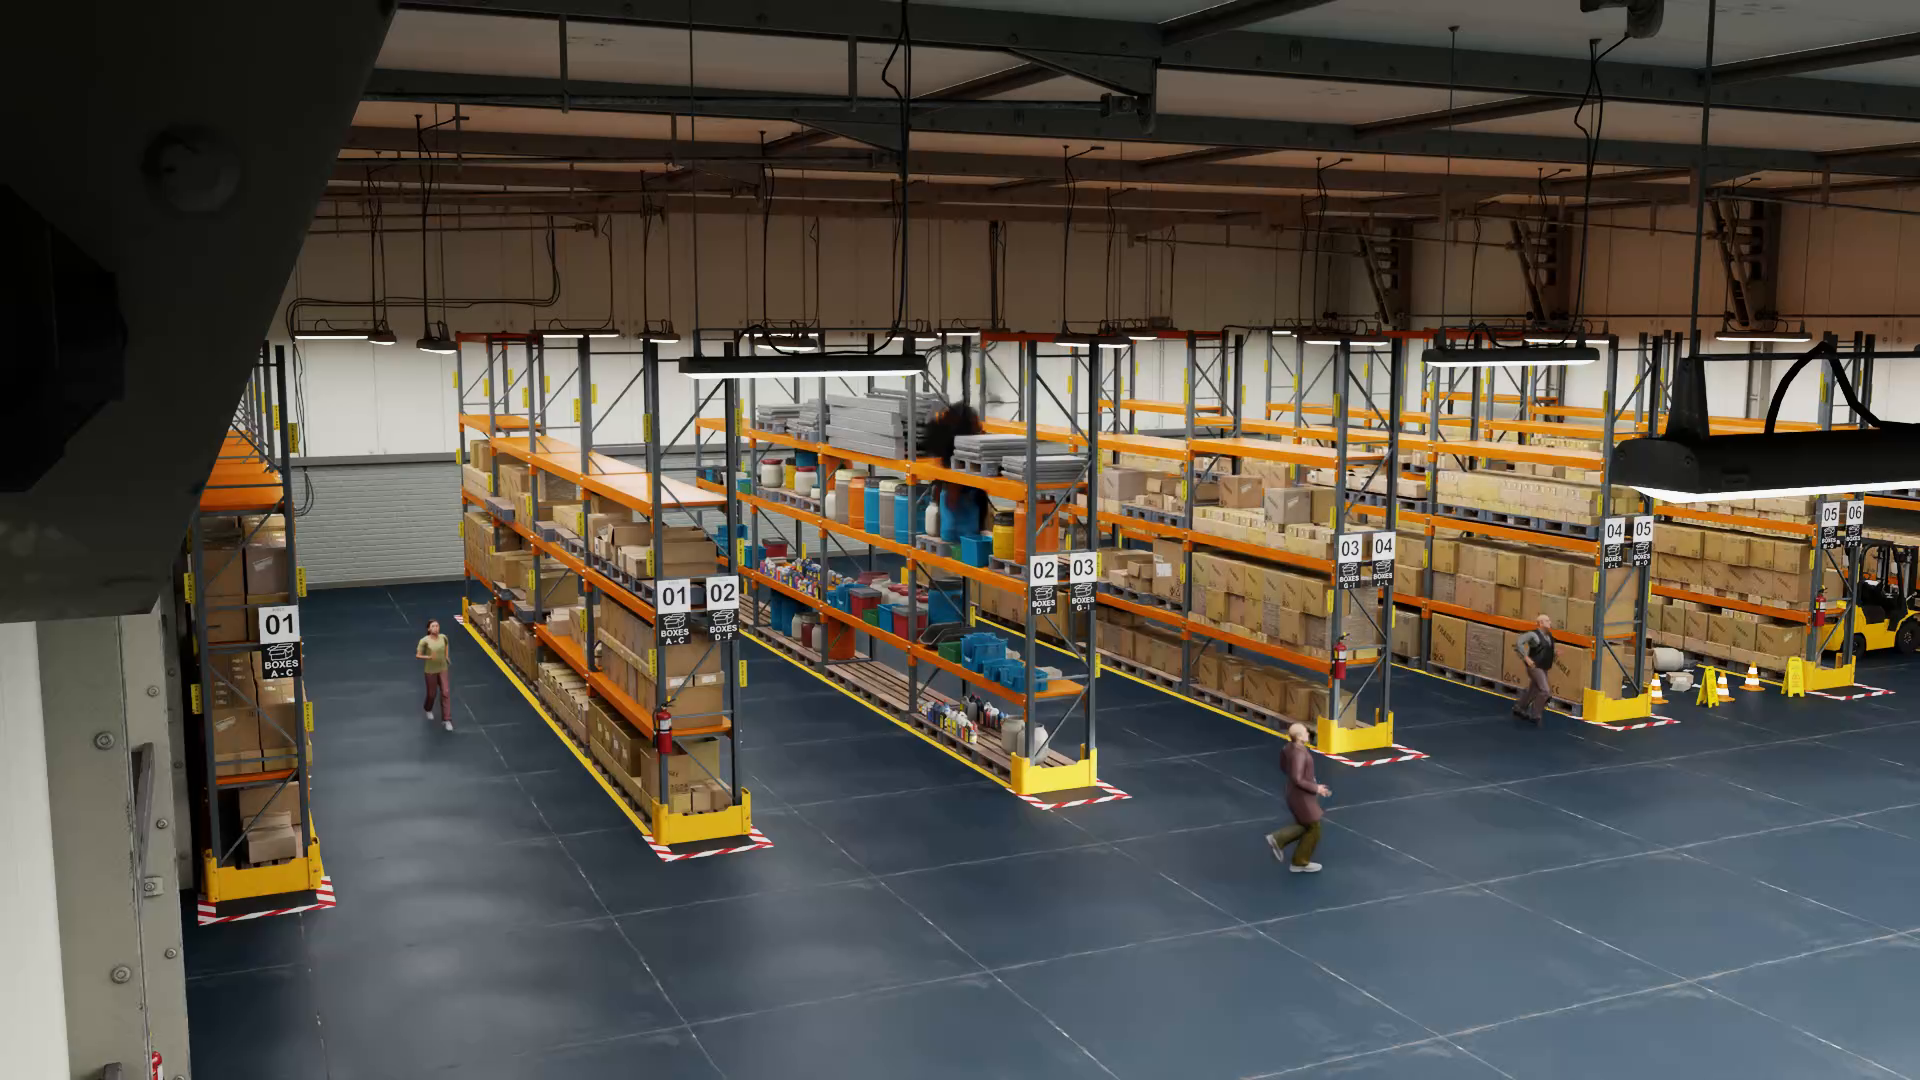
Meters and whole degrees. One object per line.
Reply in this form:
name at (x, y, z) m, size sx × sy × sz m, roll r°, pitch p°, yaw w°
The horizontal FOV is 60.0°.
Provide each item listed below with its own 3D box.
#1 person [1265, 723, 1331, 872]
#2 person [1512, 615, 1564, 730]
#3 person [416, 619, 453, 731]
person at (3.844, 2.932, 18.933) m, size 0.668 × 1.724 × 0.705 m, roll 0°, pitch 8°, yaw 0°
person at (8.984, 2.033, 25.839) m, size 0.658 × 1.762 × 0.772 m, roll -7°, pitch 10°, yaw -40°
person at (-8.071, 2.039, 25.594) m, size 0.574 × 1.674 × 0.950 m, roll -5°, pitch 9°, yaw -35°
